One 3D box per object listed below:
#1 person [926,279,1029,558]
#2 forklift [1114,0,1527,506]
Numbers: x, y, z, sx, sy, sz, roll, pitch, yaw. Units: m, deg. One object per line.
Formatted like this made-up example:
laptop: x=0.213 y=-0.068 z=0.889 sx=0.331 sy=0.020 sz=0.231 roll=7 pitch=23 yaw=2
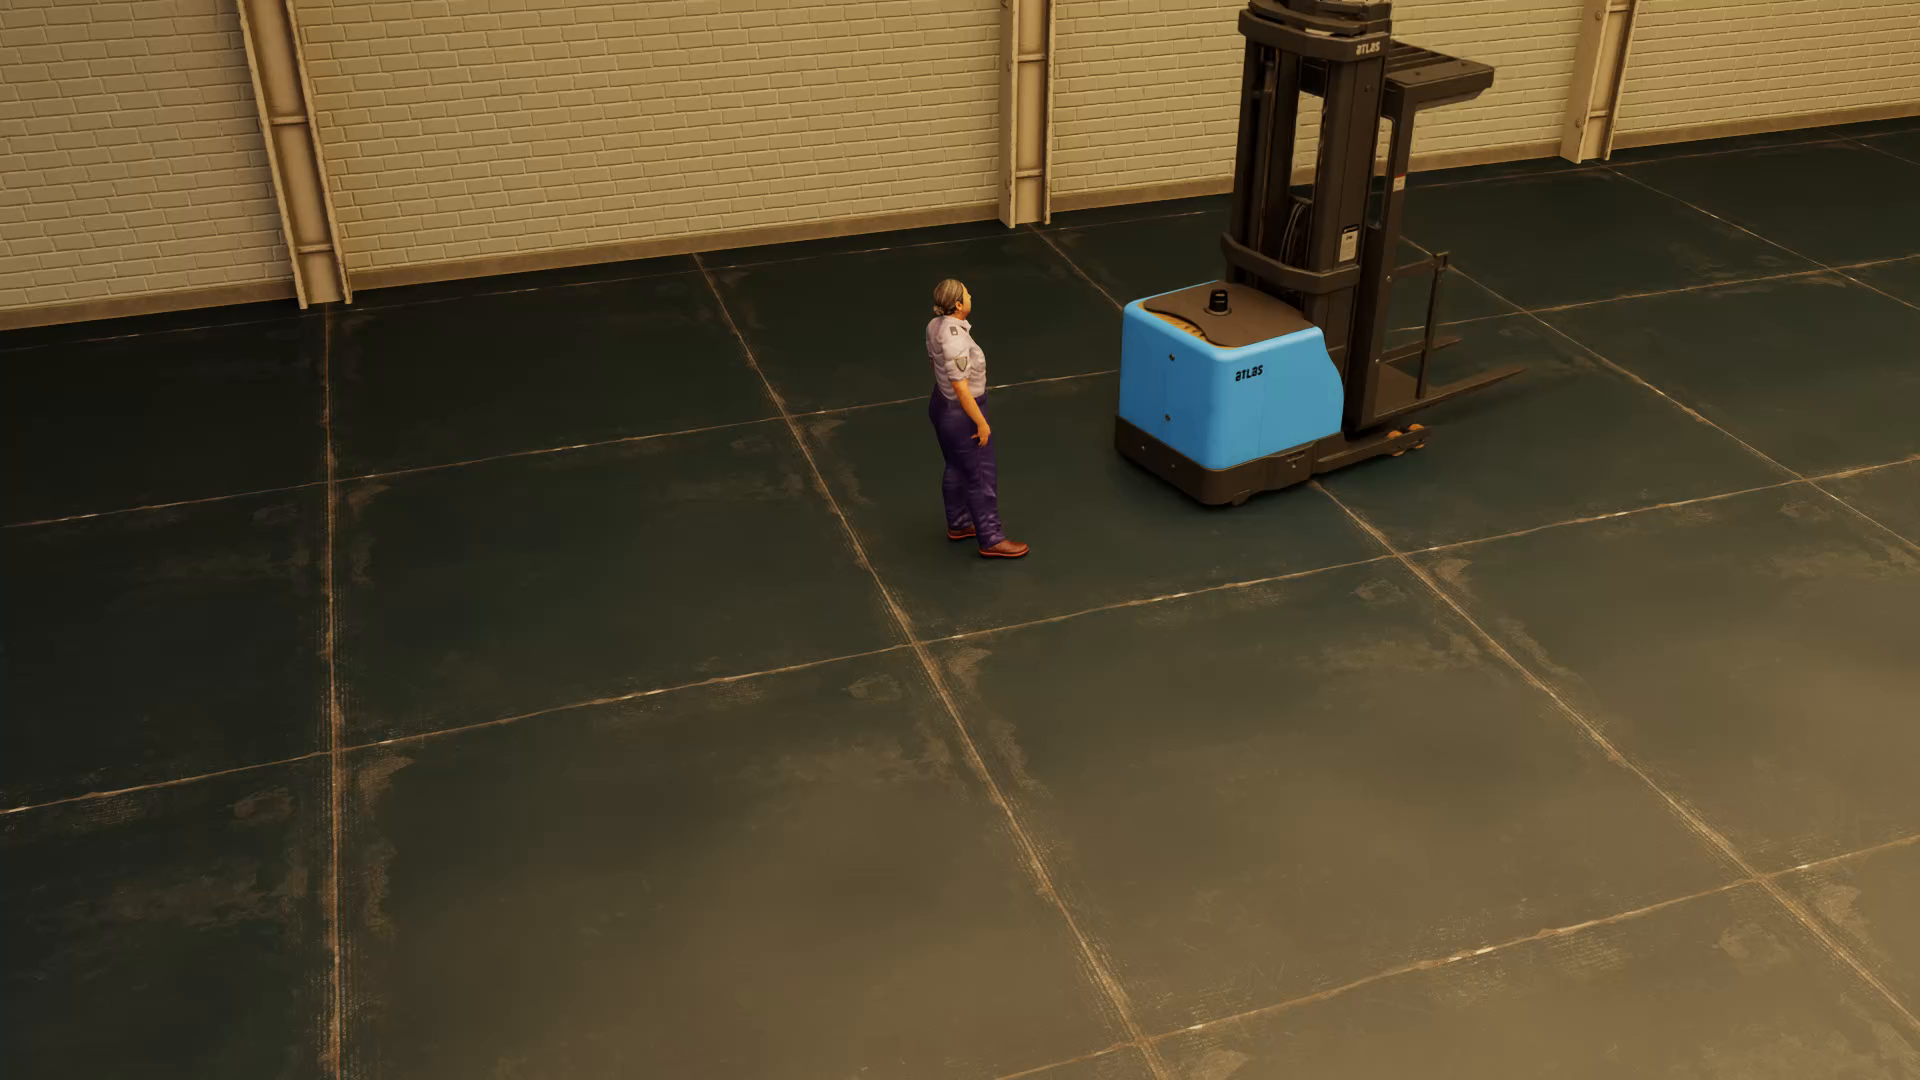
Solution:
person: x=0.092 y=-0.724 z=9.618 sx=0.503 sy=1.650 sz=0.599 roll=-10 pitch=31 yaw=-16
forklift: x=2.534 y=-2.028 z=10.612 sx=3.031 sy=2.935 sz=1.130 roll=-18 pitch=34 yaw=-28
